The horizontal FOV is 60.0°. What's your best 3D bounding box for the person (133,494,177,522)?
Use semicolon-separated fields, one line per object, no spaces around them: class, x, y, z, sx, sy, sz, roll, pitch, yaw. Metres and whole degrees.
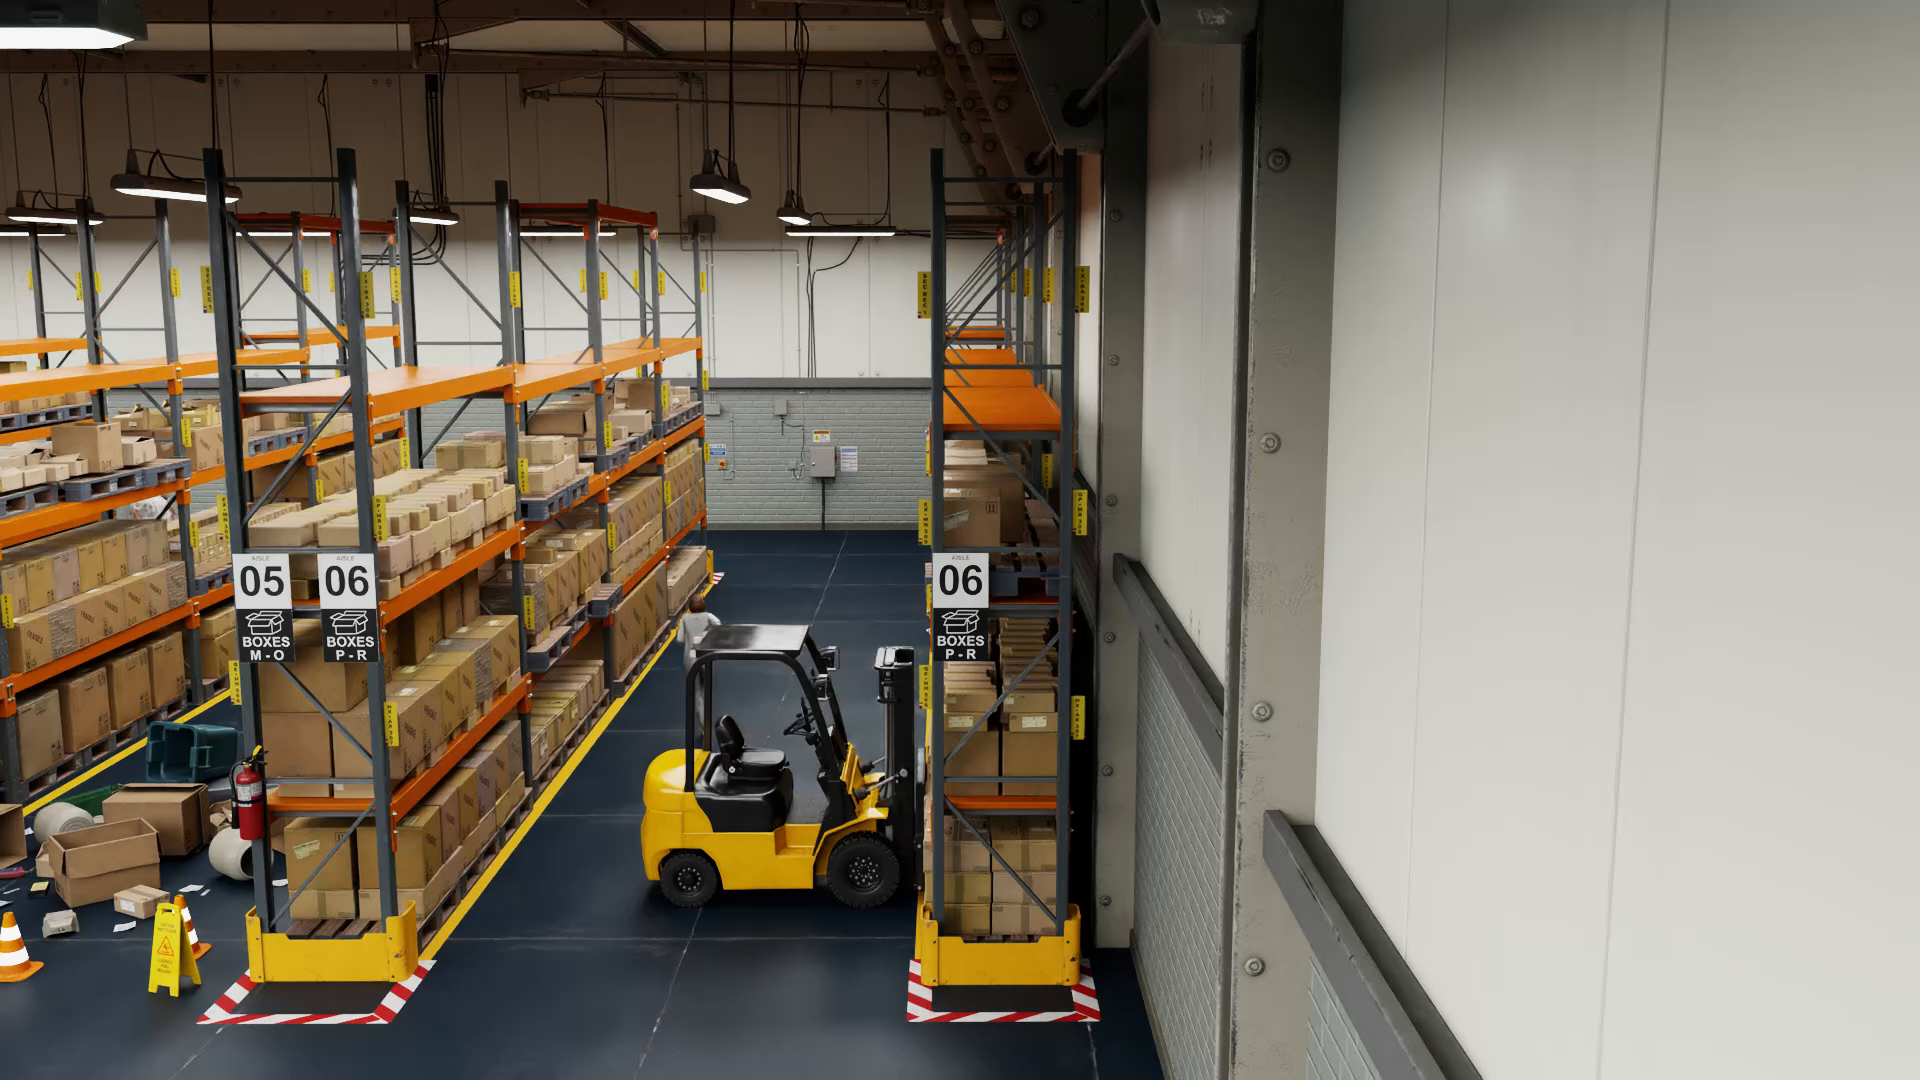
person;-13.834;-0.265;28.686;0.830;1.725;0.717;5;10;26

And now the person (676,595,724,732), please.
person;-2.946;1.409;18.912;0.519;1.494;0.785;-3;9;-16
